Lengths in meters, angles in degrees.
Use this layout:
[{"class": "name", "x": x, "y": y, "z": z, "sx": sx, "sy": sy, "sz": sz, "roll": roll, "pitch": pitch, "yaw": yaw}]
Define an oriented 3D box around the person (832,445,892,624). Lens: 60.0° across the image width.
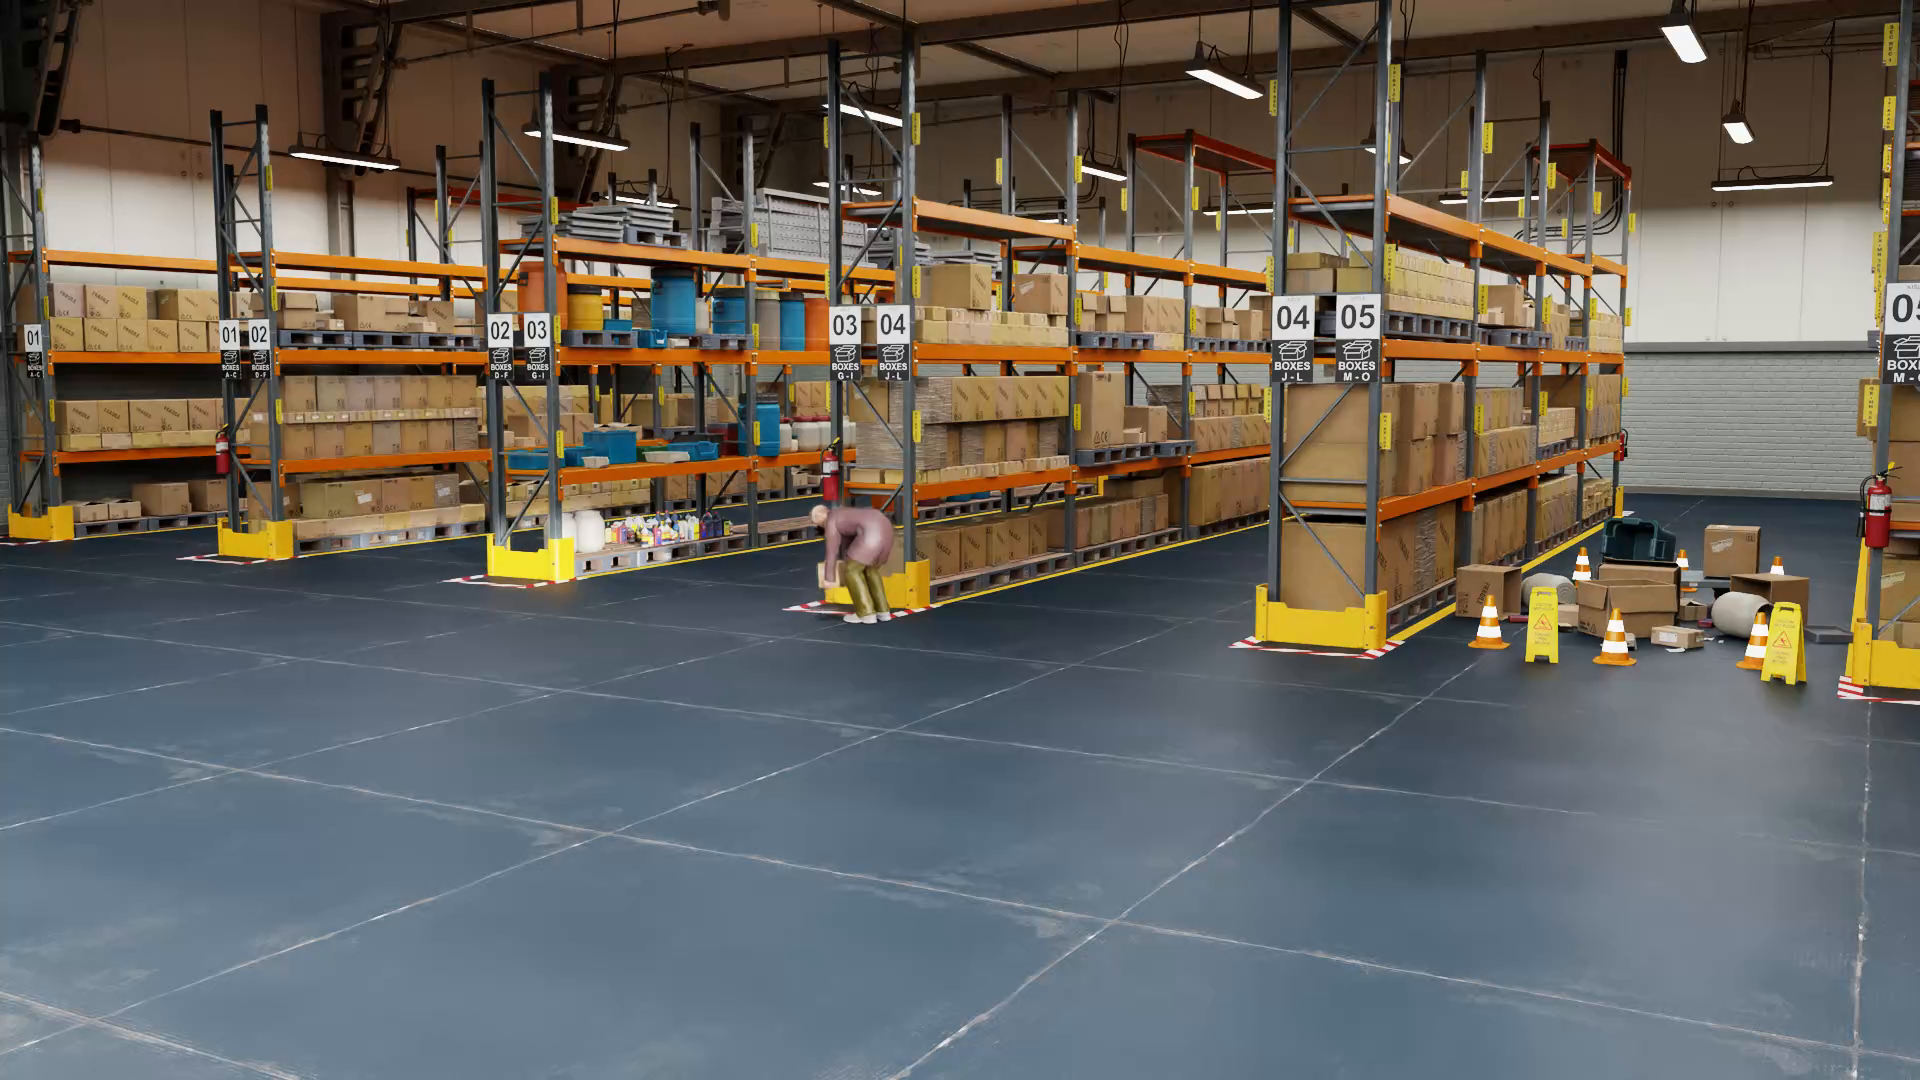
[{"class": "person", "x": -0.983, "y": -0.063, "z": 16.708, "sx": 0.564, "sy": 1.780, "sz": 0.526, "roll": 4, "pitch": 7, "yaw": 32}]
